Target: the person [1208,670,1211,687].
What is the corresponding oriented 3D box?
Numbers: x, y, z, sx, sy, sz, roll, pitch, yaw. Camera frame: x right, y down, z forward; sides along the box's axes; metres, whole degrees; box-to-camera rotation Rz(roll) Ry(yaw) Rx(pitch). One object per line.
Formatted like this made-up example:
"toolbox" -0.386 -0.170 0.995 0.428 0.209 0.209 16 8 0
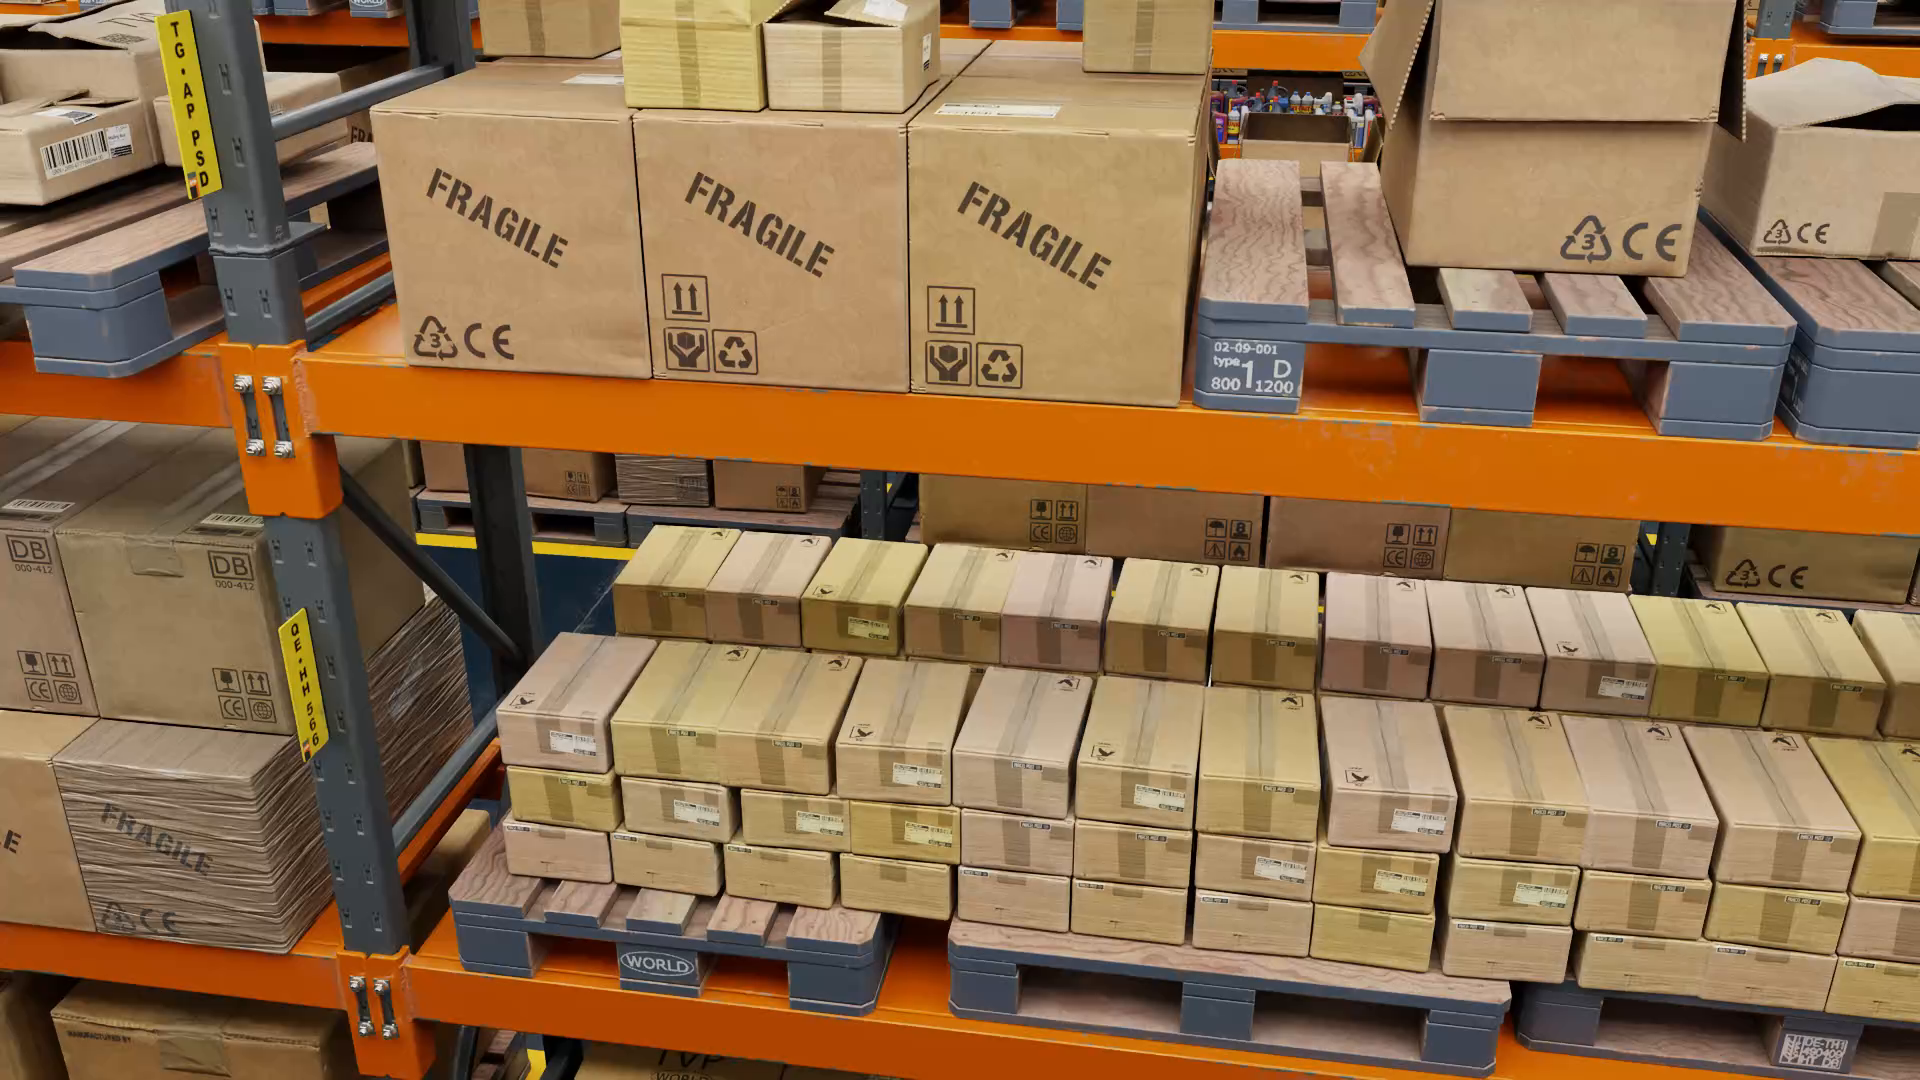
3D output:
"person" 1.171 0.830 6.259 0.982 0.959 0.519 3 25 6
